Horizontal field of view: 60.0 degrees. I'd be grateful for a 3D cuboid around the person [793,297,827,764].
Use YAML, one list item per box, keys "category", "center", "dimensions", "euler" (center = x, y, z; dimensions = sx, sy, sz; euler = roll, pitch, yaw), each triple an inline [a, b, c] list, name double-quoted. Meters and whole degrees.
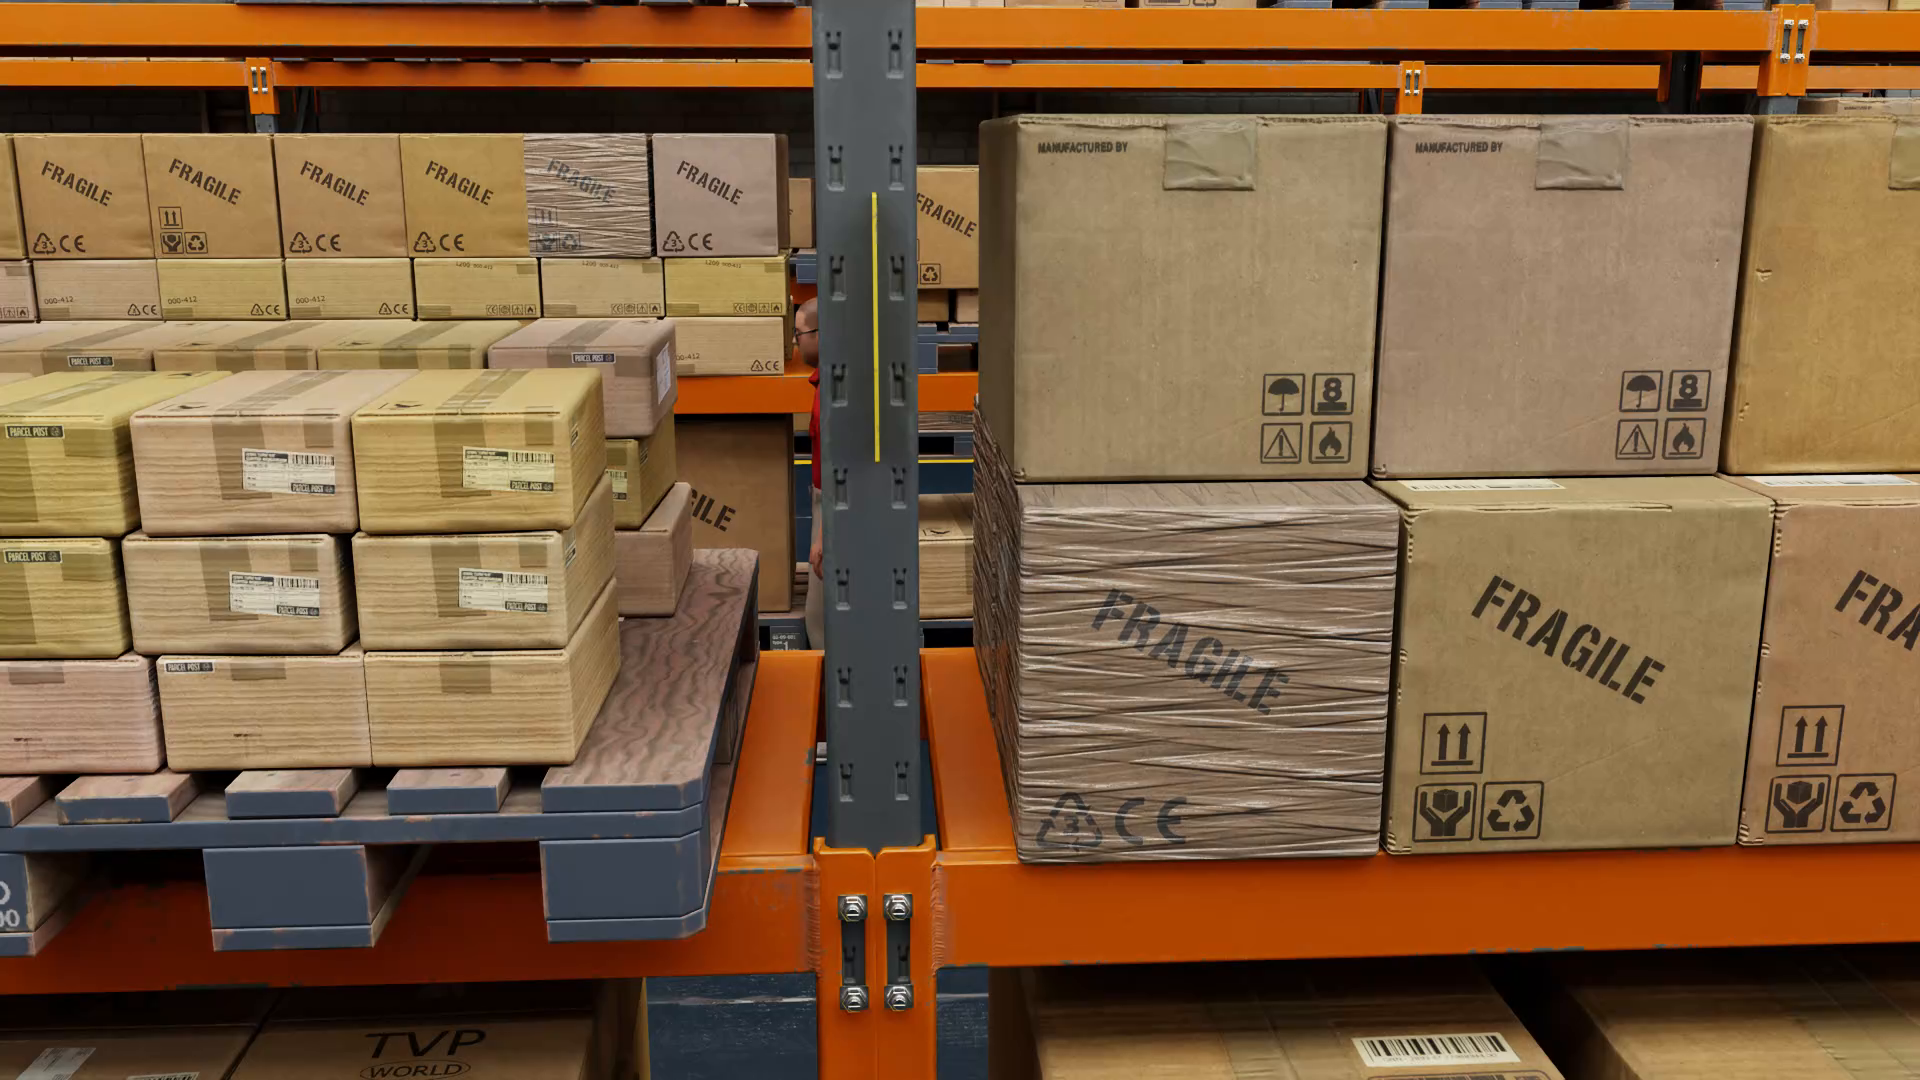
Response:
- category: "person"
  center: [-0.432, -0.044, 6.206]
  dimensions: [0.389, 1.726, 0.585]
  euler: [2, 14, 6]
